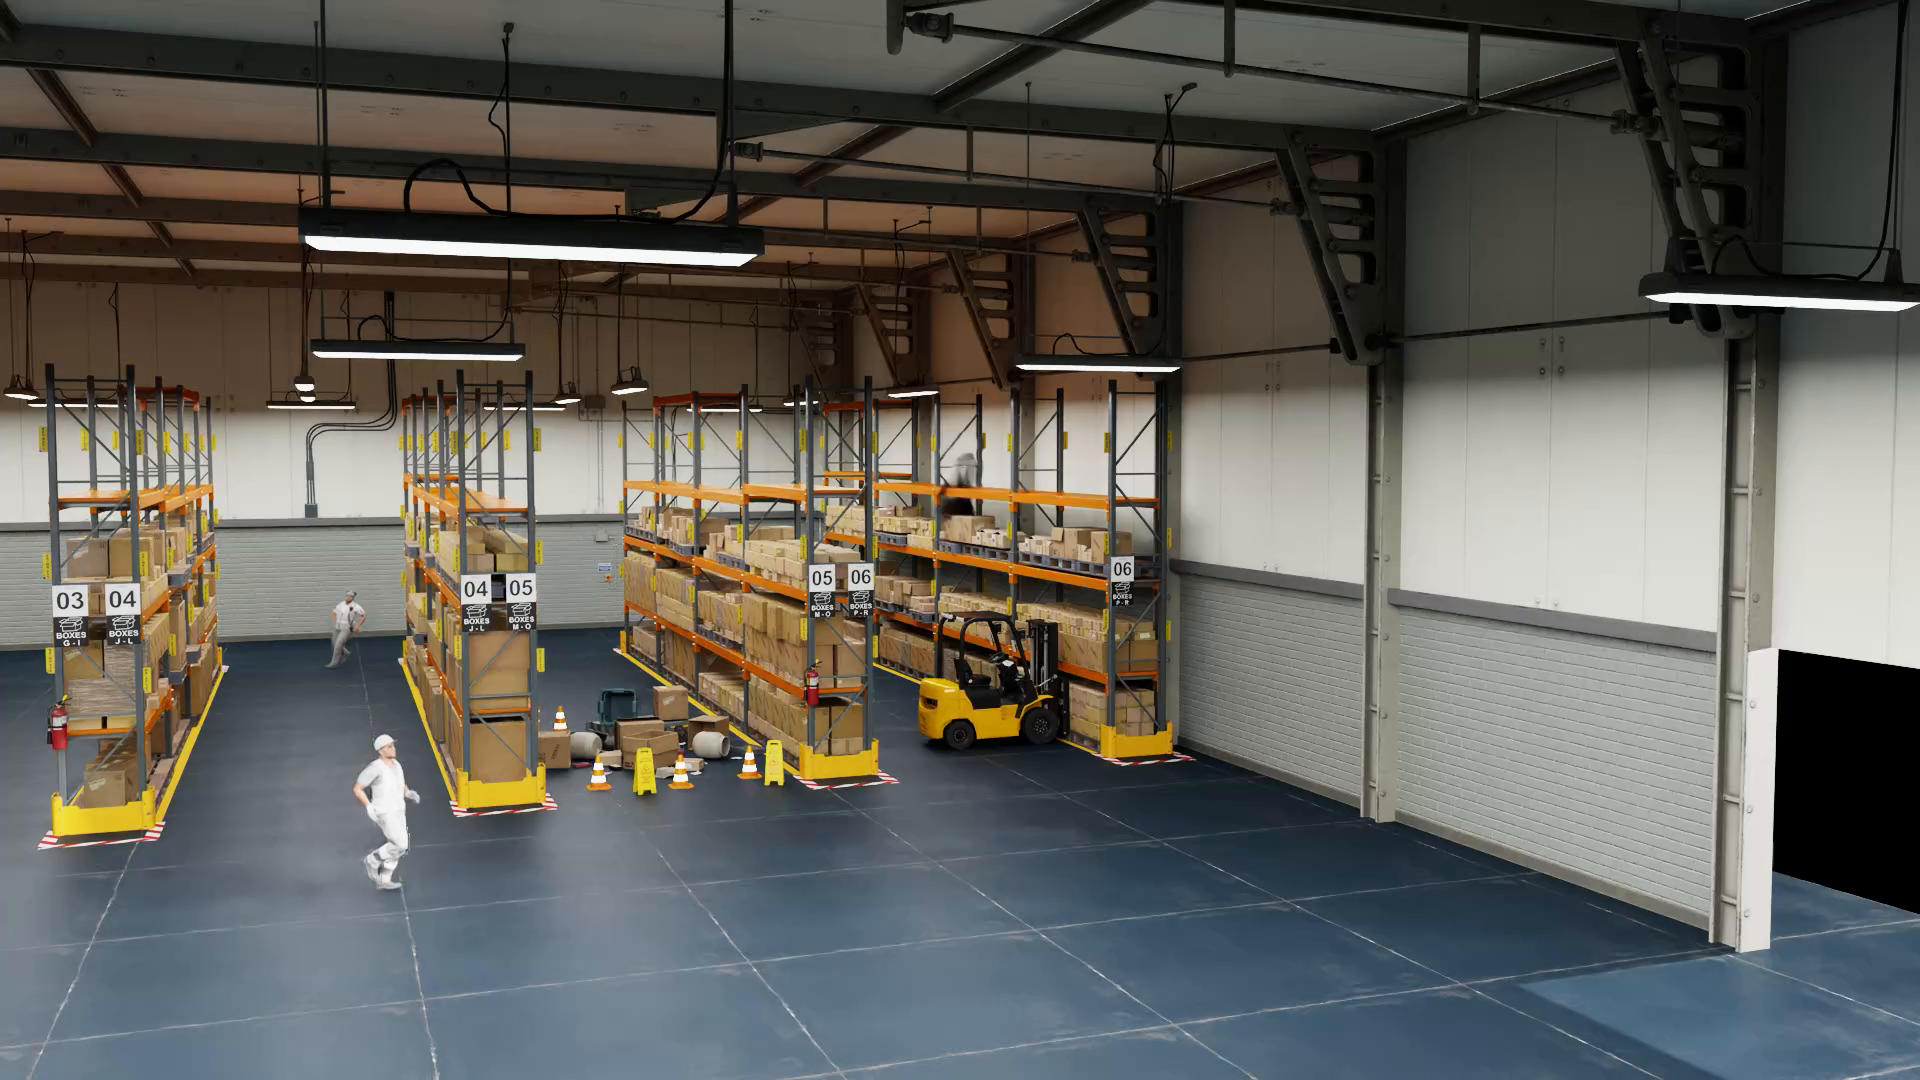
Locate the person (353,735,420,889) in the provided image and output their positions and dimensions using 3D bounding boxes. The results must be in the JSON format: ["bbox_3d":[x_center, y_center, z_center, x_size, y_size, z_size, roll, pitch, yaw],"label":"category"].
[{"bbox_3d":[-6.353,3.048,18.586,0.583,1.745,0.664,1,3,15],"label":"person"}]

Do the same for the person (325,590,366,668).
[{"bbox_3d":[-13.726,1.973,37.033,0.726,1.713,0.866,1,4,18],"label":"person"}]
